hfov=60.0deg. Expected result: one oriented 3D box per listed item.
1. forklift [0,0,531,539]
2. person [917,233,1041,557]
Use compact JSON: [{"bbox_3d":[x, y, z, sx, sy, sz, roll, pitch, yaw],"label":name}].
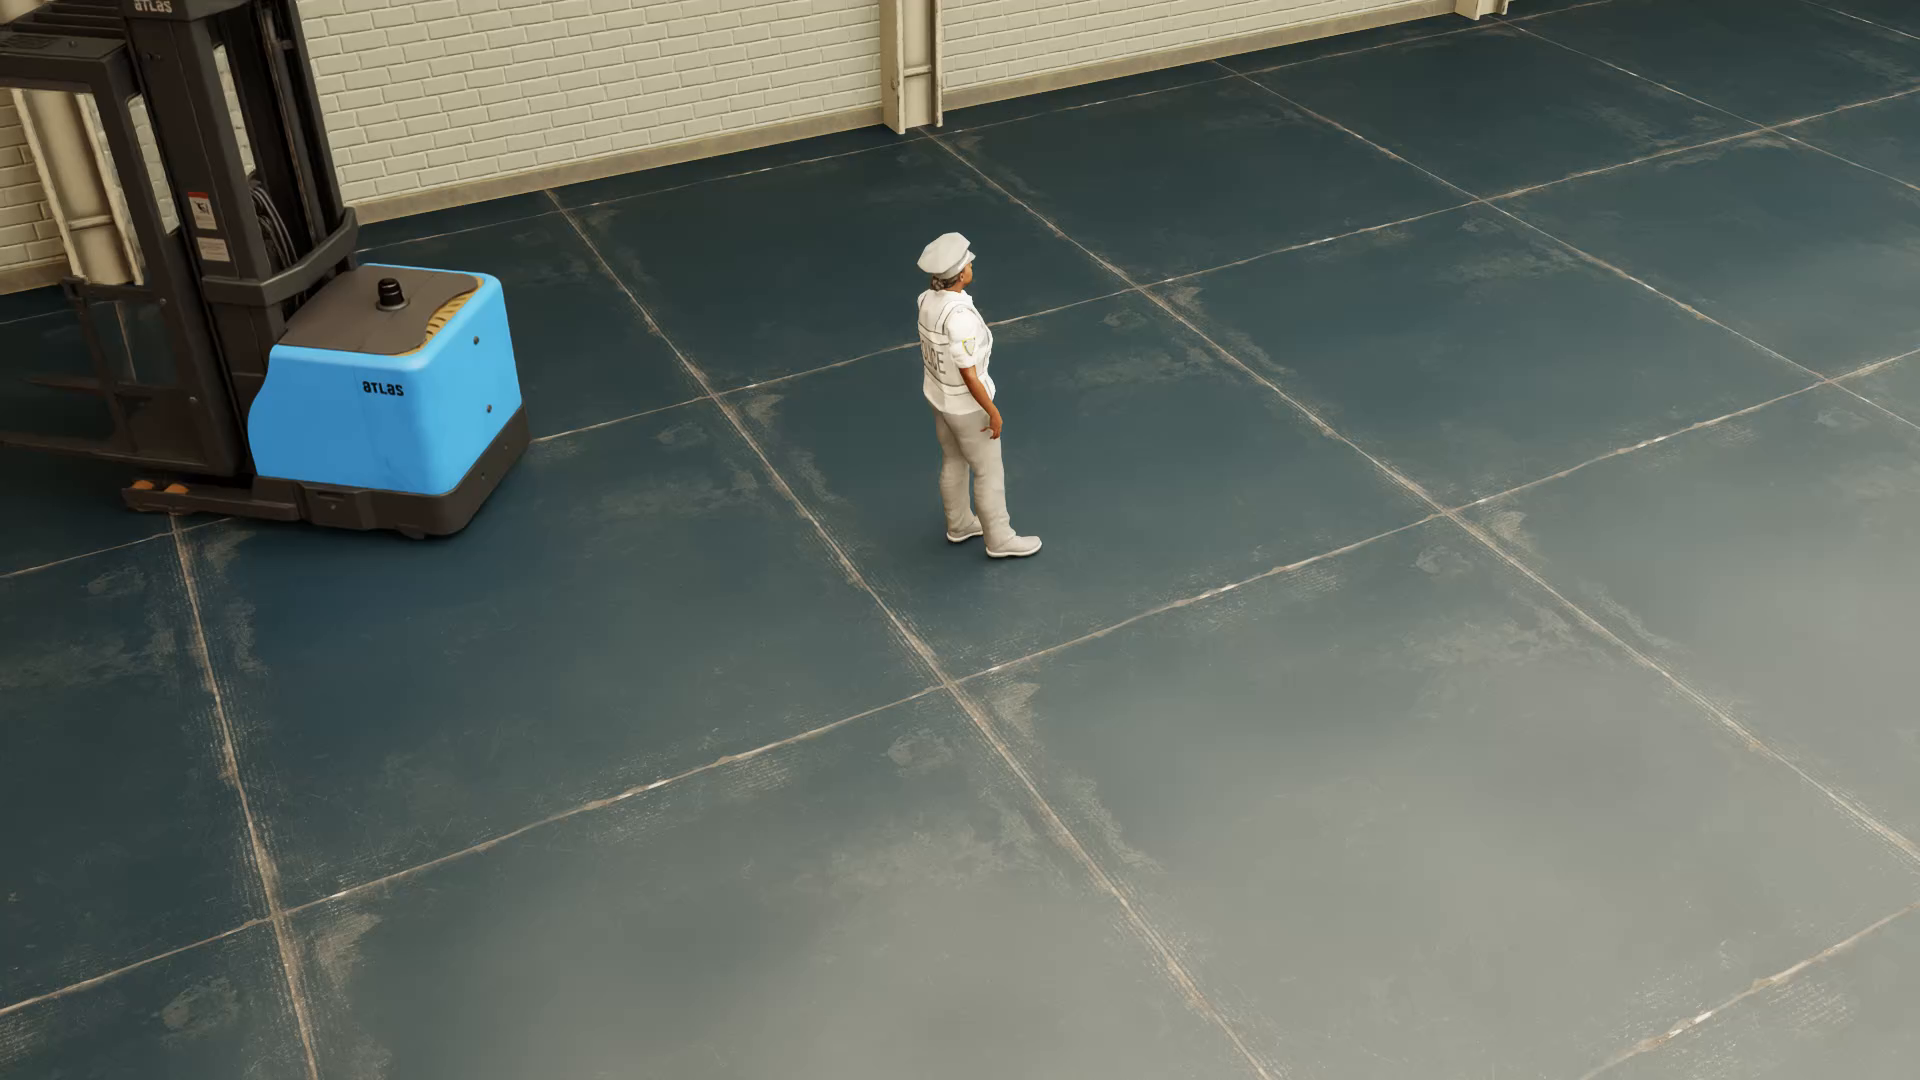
[{"bbox_3d":[-3.977,-1.616,8.409,3.031,2.935,1.130,6,36,9],"label":"forklift"},{"bbox_3d":[0.076,-0.708,8.183,0.528,1.695,0.569,-17,39,-23],"label":"person"}]
